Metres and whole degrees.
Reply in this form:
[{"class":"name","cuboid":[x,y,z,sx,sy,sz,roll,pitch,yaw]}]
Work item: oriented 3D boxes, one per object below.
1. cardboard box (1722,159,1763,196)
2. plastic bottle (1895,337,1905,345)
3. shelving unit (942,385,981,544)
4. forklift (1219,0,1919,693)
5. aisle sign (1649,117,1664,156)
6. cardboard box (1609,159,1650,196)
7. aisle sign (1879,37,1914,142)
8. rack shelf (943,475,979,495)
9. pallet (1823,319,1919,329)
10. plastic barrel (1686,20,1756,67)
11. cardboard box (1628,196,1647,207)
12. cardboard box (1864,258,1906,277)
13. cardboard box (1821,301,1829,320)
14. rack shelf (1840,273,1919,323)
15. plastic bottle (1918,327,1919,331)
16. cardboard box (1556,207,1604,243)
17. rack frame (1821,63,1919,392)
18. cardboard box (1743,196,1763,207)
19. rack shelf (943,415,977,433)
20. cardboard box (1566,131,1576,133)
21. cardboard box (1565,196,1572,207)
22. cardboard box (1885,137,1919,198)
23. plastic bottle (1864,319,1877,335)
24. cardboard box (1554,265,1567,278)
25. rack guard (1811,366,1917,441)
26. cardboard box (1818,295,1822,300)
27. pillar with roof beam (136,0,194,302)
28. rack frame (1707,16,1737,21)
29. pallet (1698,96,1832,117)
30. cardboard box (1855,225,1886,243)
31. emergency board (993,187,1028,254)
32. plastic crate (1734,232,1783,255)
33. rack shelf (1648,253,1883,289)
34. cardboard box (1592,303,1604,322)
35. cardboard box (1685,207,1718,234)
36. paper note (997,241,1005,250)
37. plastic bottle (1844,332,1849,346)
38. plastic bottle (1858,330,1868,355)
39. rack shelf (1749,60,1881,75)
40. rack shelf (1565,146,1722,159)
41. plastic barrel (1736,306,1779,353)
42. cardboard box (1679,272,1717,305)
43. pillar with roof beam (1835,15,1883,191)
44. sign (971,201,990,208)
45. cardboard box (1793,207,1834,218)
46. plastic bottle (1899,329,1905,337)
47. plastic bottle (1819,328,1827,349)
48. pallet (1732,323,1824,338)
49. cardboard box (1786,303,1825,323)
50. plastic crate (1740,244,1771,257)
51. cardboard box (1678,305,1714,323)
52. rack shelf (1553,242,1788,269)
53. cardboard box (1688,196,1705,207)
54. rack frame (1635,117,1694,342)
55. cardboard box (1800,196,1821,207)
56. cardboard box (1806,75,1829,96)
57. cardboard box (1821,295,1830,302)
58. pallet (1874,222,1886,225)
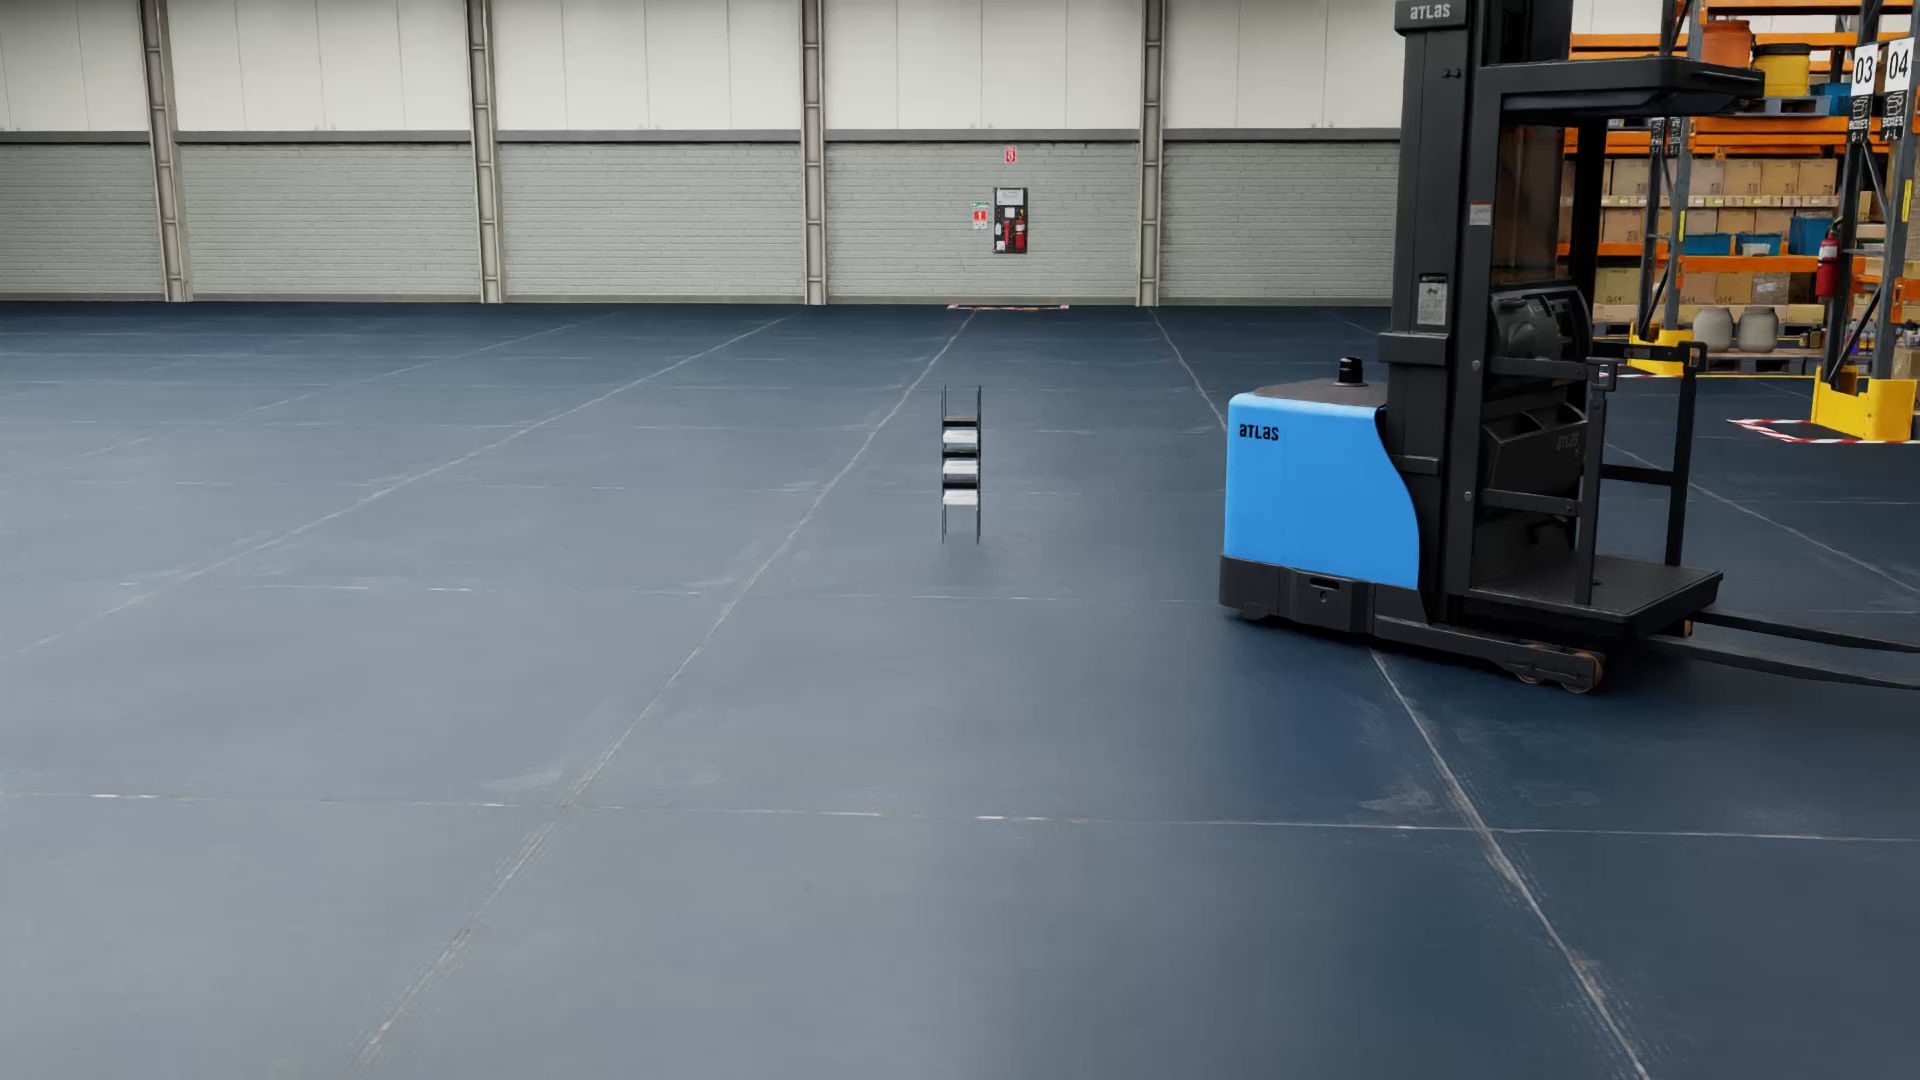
[{"class":"cardboard box","cuboid":[10.816,-5.072,23.275,0.500,0.500,0.700,1,12,4]},{"class":"plastic bottle","cuboid":[10.471,-2.159,18.524,0.097,0.201,0.097,0,12,0]},{"class":"shelving unit","cuboid":[0.008,-0.440,9.675,0.210,0.900,0.258,1,12,4]},{"class":"forklift","cuboid":[2.667,-0.930,7.057,3.031,2.935,1.130,11,16,42]},{"class":"aisle sign","cuboid":[7.885,-4.746,18.783,0.004,0.787,0.394,1,12,4]},{"class":"cardboard box","cuboid":[9.315,-5.092,23.373,0.500,0.500,0.700,0,12,2]},{"class":"aisle sign","cuboid":[7.524,-3.612,13.362,0.004,0.787,0.394,1,12,4]},{"class":"rack shelf","cuboid":[0.008,-0.320,9.701,0.200,0.077,0.258,1,12,4]},{"class":"pallet","cuboid":[13.001,-3.002,23.606,1.213,0.211,1.003,1,12,4]},{"class":"plastic barrel","cuboid":[8.431,-5.316,18.453,0.708,0.830,0.600,1,12,4]},{"class":"cardboard box","cuboid":[9.413,-4.731,23.228,0.250,0.149,0.380,1,12,3]},{"class":"cardboard box","cuboid":[7.904,-2.316,14.126,0.250,0.149,0.380,1,12,4]},{"class":"cardboard box","cuboid":[12.696,-3.283,23.825,0.500,0.250,0.500,1,12,3]},{"class":"rack shelf","cuboid":[9.602,-2.021,13.860,4.000,0.370,1.077,1,12,4]},{"class":"plastic bottle","cuboid":[10.998,-2.311,19.077,0.097,0.271,0.097,0,12,0]},{"class":"cardboard box","cuboid":[8.737,-4.464,23.539,0.500,0.500,0.700,1,12,4]},{"class":"rack frame","cuboid":[7.606,-2.400,13.917,0.127,3.000,1.000,1,12,4]},{"class":"cardboard box","cuboid":[10.962,-4.710,23.131,0.250,0.149,0.380,1,12,3]},{"class":"rack shelf","cuboid":[0.008,-0.672,9.627,0.200,0.077,0.258,1,12,4]},{"class":"cardboard box","cuboid":[9.968,-6.887,27.745,0.500,0.500,0.500,1,12,6]},{"class":"cardboard box","cuboid":[8.649,-4.741,23.279,0.250,0.149,0.380,1,12,3]},{"class":"cardboard box","cuboid":[8.172,-3.127,13.980,0.500,0.500,0.500,1,12,4]},{"class":"plastic bottle","cuboid":[10.538,-2.381,19.217,0.185,0.351,0.144,1,12,3]},{"class":"cardboard box","cuboid":[8.827,-3.704,24.009,0.500,0.500,0.500,1,12,4]},{"class":"rack guard","cuboid":[7.682,-1.176,14.168,0.348,0.500,1.175,1,12,4]},{"class":"cardboard box","cuboid":[14.351,-4.355,28.290,0.500,0.500,0.700,1,12,4]},{"class":"pillar with roof beam","cuboid":[-14.879,-7.989,25.980,0.400,9.000,9.100,1,12,4]},{"class":"rack frame","cuboid":[12.590,-8.318,27.554,0.127,3.000,1.000,1,12,4]},{"class":"pallet","cuboid":[8.756,-4.757,18.317,1.213,0.211,1.003,1,12,4]},{"class":"cardboard box","cuboid":[12.757,-4.298,23.356,0.500,0.250,0.500,2,12,7]},{"class":"emergency board","cuboid":[0.906,-5.727,29.821,0.643,1.169,0.194,1,12,4]},{"class":"plastic crate","cuboid":[9.104,-3.384,18.981,0.408,0.251,0.499,1,12,4]},{"class":"rack shelf","cuboid":[9.933,-3.033,18.698,4.000,0.370,1.077,1,12,4]},{"class":"cardboard box","cuboid":[8.792,-3.231,23.578,0.500,0.250,0.500,1,12,4]},{"class":"cardboard box","cuboid":[10.282,-4.443,23.440,0.500,0.500,0.700,1,12,5]},{"class":"paper note","cuboid":[0.734,-5.312,29.990,0.142,0.148,0.016,1,12,4]},{"class":"plastic bottle","cuboid":[10.197,-2.286,19.129,0.097,0.201,0.097,0,12,0]},{"class":"plastic bottle","cuboid":[10.067,-2.199,18.544,0.097,0.271,0.097,0,12,0]},{"class":"rack shelf","cuboid":[14.586,-7.743,27.538,4.000,0.370,1.077,1,12,4]},{"class":"rack shelf","cuboid":[10.595,-6.525,28.066,4.000,0.370,1.077,1,12,4]},{"class":"plastic barrel","cuboid":[9.099,-2.400,18.965,0.421,0.512,0.421,0,12,0]},{"class":"cardboard box","cuboid":[10.289,-3.577,23.401,0.500,0.500,0.500,1,12,4]},{"class":"pillar with roof beam","cuboid":[15.054,-7.578,24.018,0.400,9.000,9.100,1,12,4]},{"class":"sign","cuboid":[0.365,-6.031,29.890,0.331,0.109,0.001,1,12,4]},{"class":"cardboard box","cuboid":[11.820,-4.423,23.343,0.500,0.500,0.700,0,12,2]},{"class":"plastic bottle","cuboid":[10.597,-2.225,18.639,0.133,0.283,0.061,1,12,4]},{"class":"plastic bottle","cuboid":[10.049,-2.350,19.253,0.135,0.276,0.152,1,12,4]},{"class":"pallet","cuboid":[11.472,-3.024,23.709,1.213,0.211,1.003,1,12,4]},{"class":"cardboard box","cuboid":[11.786,-3.191,23.386,0.500,0.250,0.500,1,12,4]},{"class":"plastic crate","cuboid":[8.809,-3.205,18.409,0.250,0.136,0.298,1,12,4]},{"class":"cardboard box","cuboid":[10.289,-3.210,23.479,0.500,0.250,0.500,1,12,4]},{"class":"rack shelf","cuboid":[10.268,-4.045,23.535,4.000,0.370,1.077,1,12,4]},{"class":"cardboard box","cuboid":[10.183,-4.720,23.178,0.250,0.149,0.380,1,12,4]},{"class":"rack frame","cuboid":[7.937,-3.412,18.755,0.127,3.000,1.000,1,12,4]},{"class":"cardboard box","cuboid":[11.731,-4.700,23.080,0.250,0.149,0.380,1,12,3]},{"class":"cardboard box","cuboid":[11.778,-6.221,23.246,0.500,0.500,0.500,2,12,8]},{"class":"cardboard box","cuboid":[12.686,-3.557,23.765,0.500,0.311,0.500,1,12,4]},{"class":"pallet","cuboid":[15.863,-5.221,27.869,1.003,0.211,1.213,1,12,4]}]
